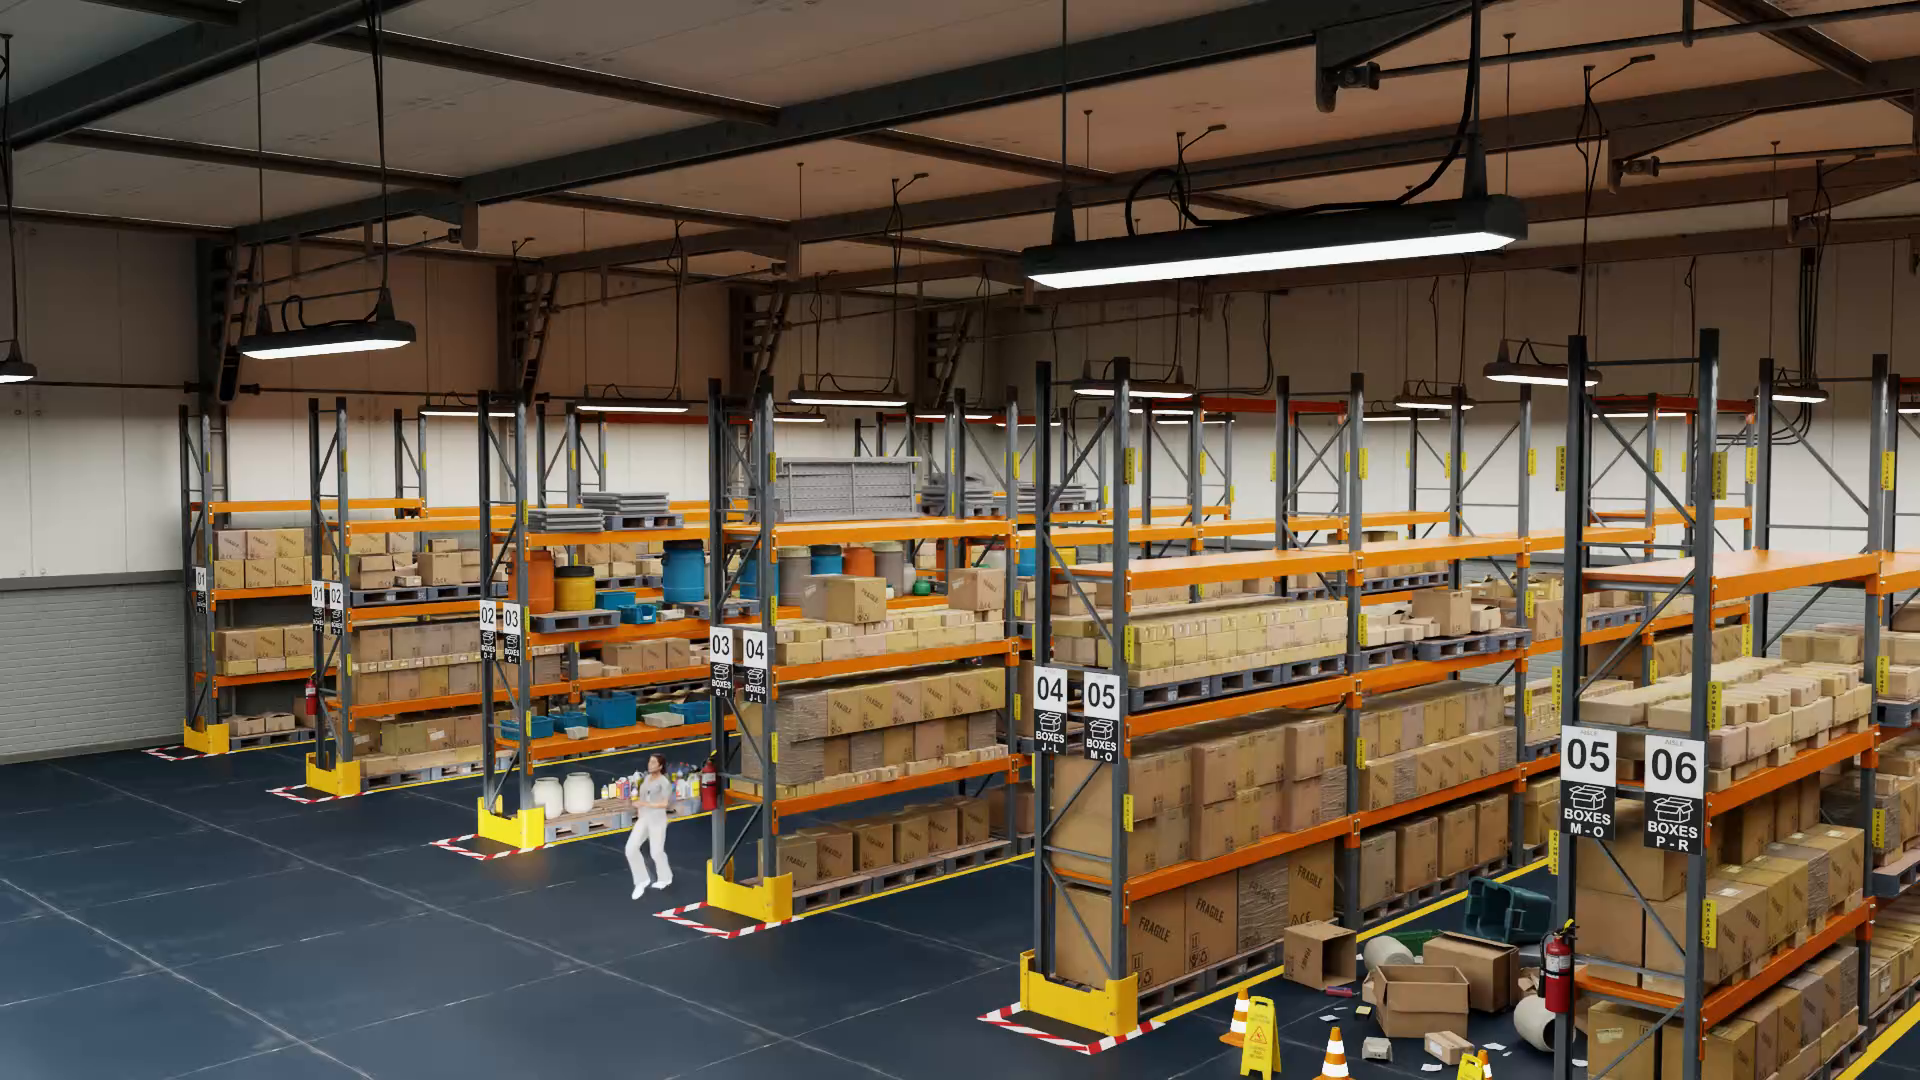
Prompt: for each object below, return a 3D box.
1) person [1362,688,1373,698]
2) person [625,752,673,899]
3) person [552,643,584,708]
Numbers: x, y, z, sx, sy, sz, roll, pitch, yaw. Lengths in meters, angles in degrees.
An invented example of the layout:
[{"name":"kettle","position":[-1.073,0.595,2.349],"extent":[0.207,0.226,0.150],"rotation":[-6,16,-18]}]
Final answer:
[{"name":"person","position":[6.112,3.036,25.112],"extent":[0.552,1.690,0.731],"rotation":[2,4,35]},{"name":"person","position":[-3.570,3.312,19.389],"extent":[0.536,1.687,0.658],"rotation":[2,4,32]},{"name":"person","position":[-7.222,2.695,31.043],"extent":[0.633,1.781,0.814],"rotation":[3,4,41]}]
